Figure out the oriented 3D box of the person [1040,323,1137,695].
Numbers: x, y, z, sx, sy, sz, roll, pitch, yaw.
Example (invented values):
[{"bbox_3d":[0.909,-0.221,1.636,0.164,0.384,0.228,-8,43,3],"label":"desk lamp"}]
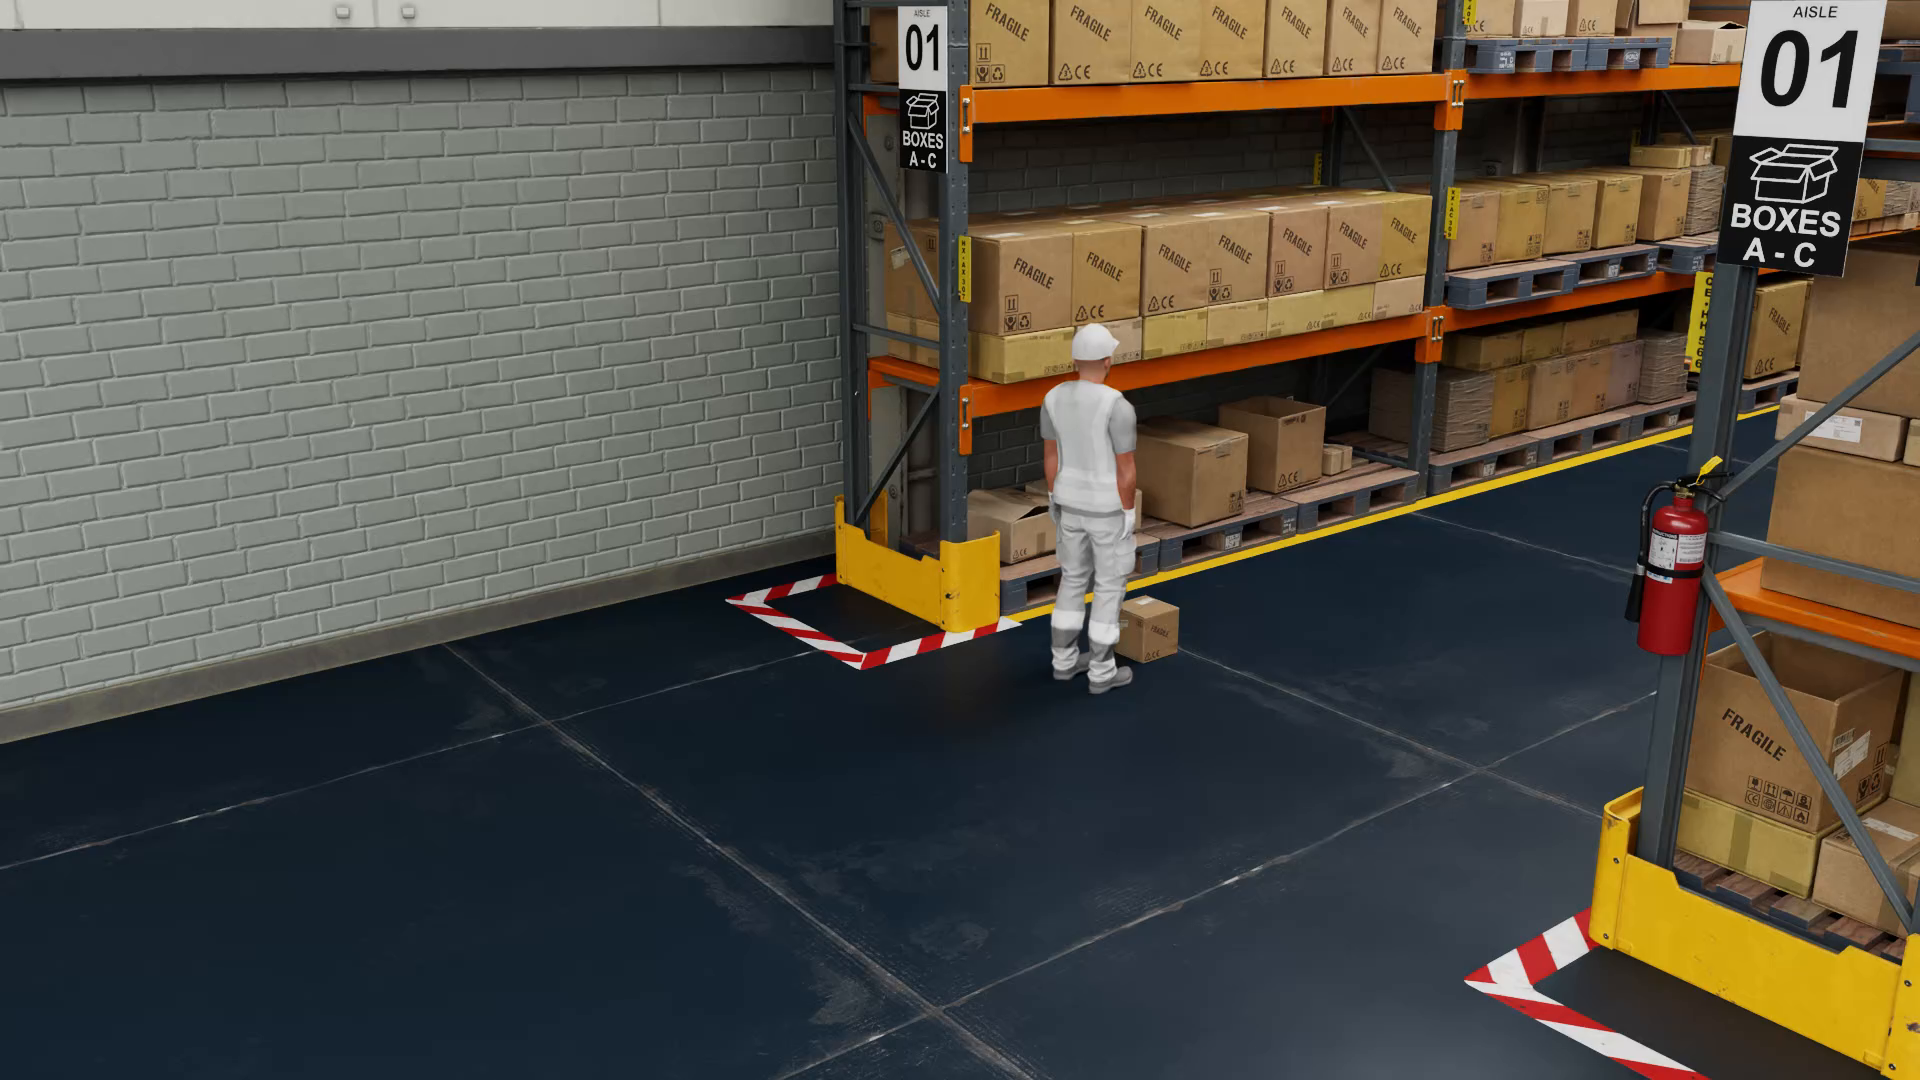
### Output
[{"bbox_3d":[0.640,-0.160,8.018,0.524,1.786,0.352,14,22,38],"label":"person"}]
